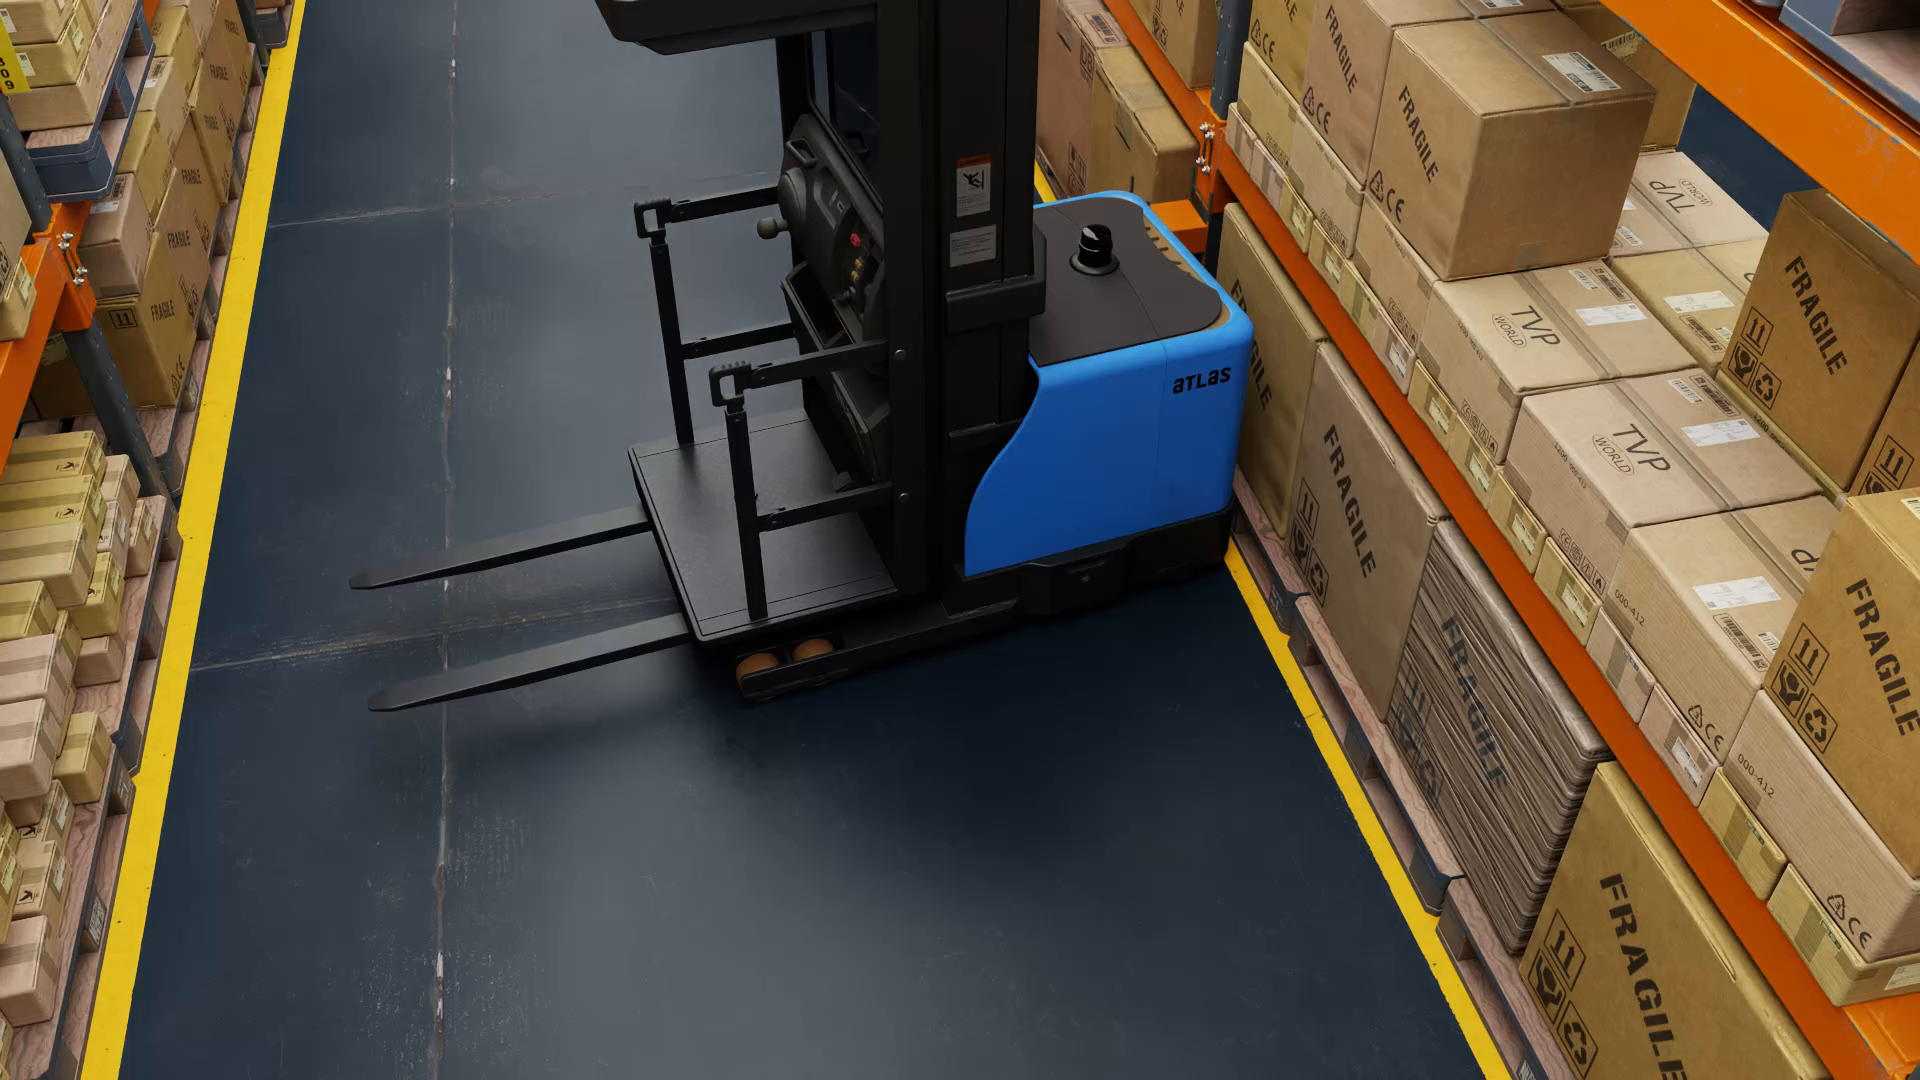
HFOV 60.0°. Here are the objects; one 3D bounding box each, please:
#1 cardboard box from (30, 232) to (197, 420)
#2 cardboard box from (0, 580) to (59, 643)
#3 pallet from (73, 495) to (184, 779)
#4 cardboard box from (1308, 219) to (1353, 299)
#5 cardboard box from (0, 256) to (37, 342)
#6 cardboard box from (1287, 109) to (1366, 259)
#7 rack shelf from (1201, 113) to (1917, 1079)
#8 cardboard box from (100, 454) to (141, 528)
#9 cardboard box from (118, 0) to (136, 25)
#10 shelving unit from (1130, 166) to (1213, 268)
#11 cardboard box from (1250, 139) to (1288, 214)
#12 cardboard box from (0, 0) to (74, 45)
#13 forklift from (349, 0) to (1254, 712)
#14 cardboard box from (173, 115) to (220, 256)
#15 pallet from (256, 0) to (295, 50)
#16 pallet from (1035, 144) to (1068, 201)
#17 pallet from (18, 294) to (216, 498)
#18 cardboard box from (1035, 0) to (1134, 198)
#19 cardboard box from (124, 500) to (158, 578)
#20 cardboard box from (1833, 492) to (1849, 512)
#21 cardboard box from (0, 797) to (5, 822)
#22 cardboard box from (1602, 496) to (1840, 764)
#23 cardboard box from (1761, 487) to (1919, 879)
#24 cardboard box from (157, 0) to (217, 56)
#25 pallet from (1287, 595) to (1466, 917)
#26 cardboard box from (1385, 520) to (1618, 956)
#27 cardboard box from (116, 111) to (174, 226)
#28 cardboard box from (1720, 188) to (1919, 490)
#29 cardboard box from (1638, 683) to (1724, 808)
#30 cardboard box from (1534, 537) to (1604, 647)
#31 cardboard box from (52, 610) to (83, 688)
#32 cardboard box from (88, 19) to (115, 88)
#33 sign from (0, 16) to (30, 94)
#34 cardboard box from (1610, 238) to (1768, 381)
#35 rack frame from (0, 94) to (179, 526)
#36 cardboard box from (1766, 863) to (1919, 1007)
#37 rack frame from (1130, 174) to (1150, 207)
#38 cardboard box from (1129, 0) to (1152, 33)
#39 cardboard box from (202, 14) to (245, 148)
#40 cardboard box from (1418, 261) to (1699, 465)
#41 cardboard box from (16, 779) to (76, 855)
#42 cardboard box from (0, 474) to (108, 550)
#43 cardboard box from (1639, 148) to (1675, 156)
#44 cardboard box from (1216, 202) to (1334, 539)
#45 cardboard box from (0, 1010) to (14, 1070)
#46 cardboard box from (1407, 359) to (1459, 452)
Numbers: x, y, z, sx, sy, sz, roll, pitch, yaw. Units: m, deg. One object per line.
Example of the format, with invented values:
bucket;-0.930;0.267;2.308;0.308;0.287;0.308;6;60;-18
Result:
cardboard box;-3.358;-0.839;6.503;0.500;0.500;0.500;-7;42;-8
cardboard box;-2.992;0.279;5.059;0.380;0.149;0.250;-7;42;-8
pallet;-3.278;0.373;5.671;1.003;0.211;1.213;-8;42;-9
cardboard box;1.319;-0.901;5.195;0.380;0.149;0.250;-9;42;-10
cardboard box;-3.005;-0.703;4.972;0.380;0.149;0.250;-9;42;-10
cardboard box;1.355;-1.135;5.158;0.500;0.250;0.500;-9;42;-9
rack shelf;1.839;-0.180;4.735;1.077;0.370;4.000;-8;42;-9
cardboard box;-3.079;-0.144;5.759;0.380;0.149;0.250;-8;42;-8
cardboard box;-3.262;-1.989;6.104;0.380;0.149;0.250;-8;42;-9
shelving unit;0.785;-0.930;6.506;0.252;1.050;0.215;-10;43;-10
cardboard box;1.203;-1.242;5.579;0.380;0.149;0.250;-10;43;-11
cardboard box;-3.094;-1.707;5.338;0.380;0.149;0.250;-6;42;-7
forklift;-0.586;-0.949;5.111;3.031;2.935;1.130;-14;44;-15
cardboard box;-3.600;-1.520;7.269;0.500;0.500;0.500;-8;42;-9
pallet;-4.418;-3.172;9.664;1.003;0.211;1.213;-8;42;-9
pallet;0.900;-1.984;8.326;1.003;0.211;1.213;-8;42;-9
pallet;-3.627;-0.562;6.724;1.003;0.211;1.213;-8;42;-9
cardboard box;1.056;-2.099;7.639;1.225;0.875;0.875;-10;43;-11
cardboard box;-3.040;0.014;5.805;0.380;0.149;0.250;-8;42;-9
cardboard box;2.312;0.106;3.759;0.500;0.250;0.500;-9;42;-10
cardboard box;-2.827;0.792;4.482;0.380;0.149;0.250;-8;42;-9
cardboard box;1.798;0.187;3.668;0.500;0.250;0.500;-9;42;-10
cardboard box;1.909;0.234;3.051;0.500;0.500;0.500;-8;42;-9
cardboard box;-3.798;-2.464;7.768;0.500;0.250;0.500;-8;42;-9
pallet;1.762;0.594;5.422;1.003;0.211;1.213;-8;42;-9
cardboard box;1.858;0.492;4.721;0.875;0.875;0.875;-8;42;-9
cardboard box;-3.477;-1.464;6.642;0.500;0.250;0.500;-7;42;-8
cardboard box;2.205;-0.497;3.874;0.500;0.500;0.500;-9;42;-10
cardboard box;1.761;0.426;3.700;0.380;0.149;0.250;-8;42;-9
cardboard box;1.650;0.096;4.072;0.380;0.149;0.250;-9;42;-10
cardboard box;-2.975;0.378;5.172;0.380;0.149;0.250;-8;42;-9
cardboard box;-3.159;-1.663;5.737;0.380;0.149;0.250;-8;42;-9
sign;-2.929;-1.507;5.036;0.100;0.325;0.005;-8;42;-9
cardboard box;2.089;-0.557;4.507;0.500;0.250;0.500;-9;42;-10
rack frame;-3.458;-1.100;5.230;1.000;3.000;0.127;-8;42;-9
cardboard box;1.872;0.758;3.326;0.380;0.149;0.250;-8;42;-8
rack frame;0.667;-0.910;6.484;0.008;1.050;0.200;-10;43;-10
cardboard box;0.940;-2.368;6.583;0.500;0.500;0.500;-7;42;-8
cardboard box;-3.815;-2.189;8.023;0.500;0.500;0.500;-7;42;-8
cardboard box;1.571;-0.480;4.420;0.500;0.250;0.500;-8;42;-9
cardboard box;-2.826;0.864;4.848;0.380;0.149;0.250;-8;42;-8
cardboard box;-3.033;-0.060;5.441;0.380;0.149;0.250;-8;42;-9
cardboard box;1.873;-1.217;5.250;0.500;0.250;0.500;-7;42;-8
cardboard box;1.472;-0.669;6.028;0.875;0.875;0.875;-8;42;-9
cardboard box;-2.688;1.365;4.284;0.380;0.149;0.250;-8;42;-9
cardboard box;1.484;-0.402;4.632;0.380;0.149;0.250;-9;42;-11
